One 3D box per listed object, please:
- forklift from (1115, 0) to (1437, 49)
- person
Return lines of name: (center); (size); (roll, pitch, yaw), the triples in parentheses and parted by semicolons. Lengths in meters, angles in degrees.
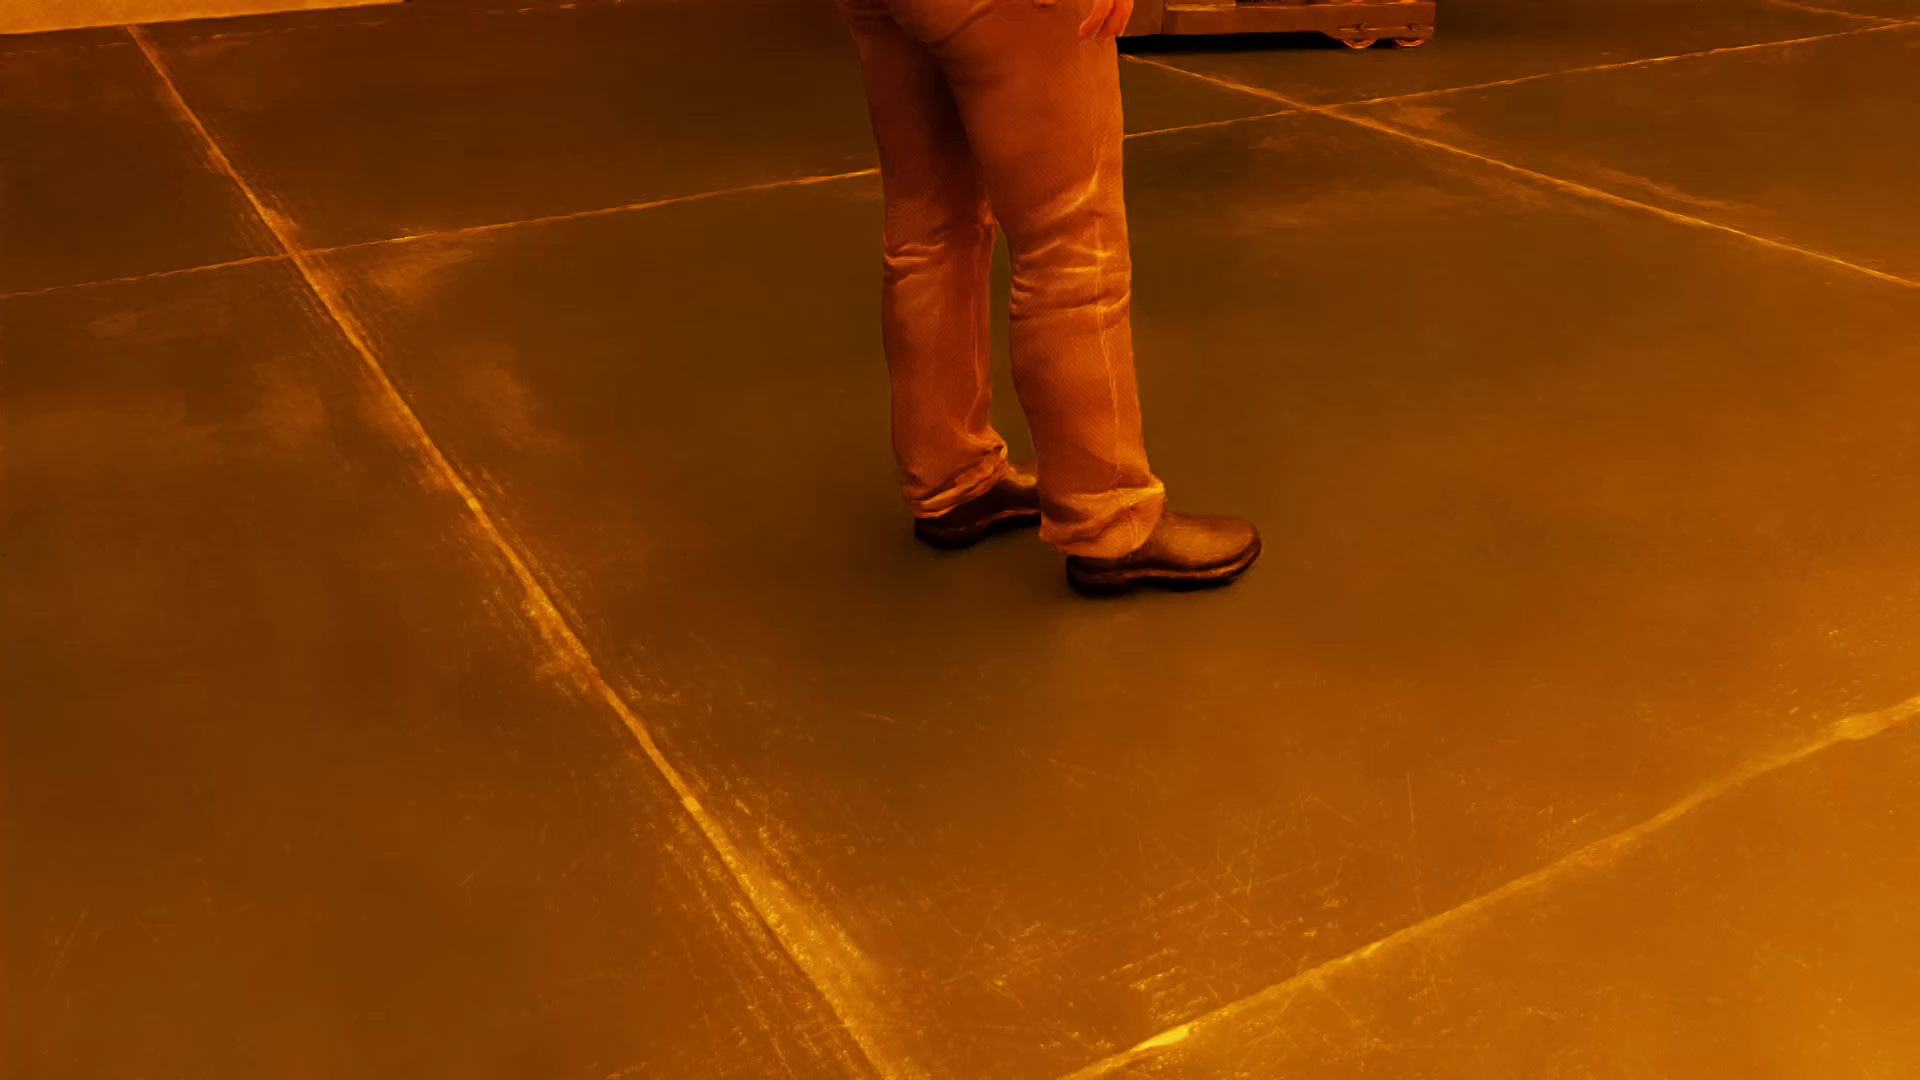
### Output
forklift: (1.258, -3.305, 5.776); (3.031, 2.935, 1.130); (-5, 27, -9)
person: (0.058, -0.785, 2.129); (0.567, 1.720, 0.632); (-15, 30, -26)
